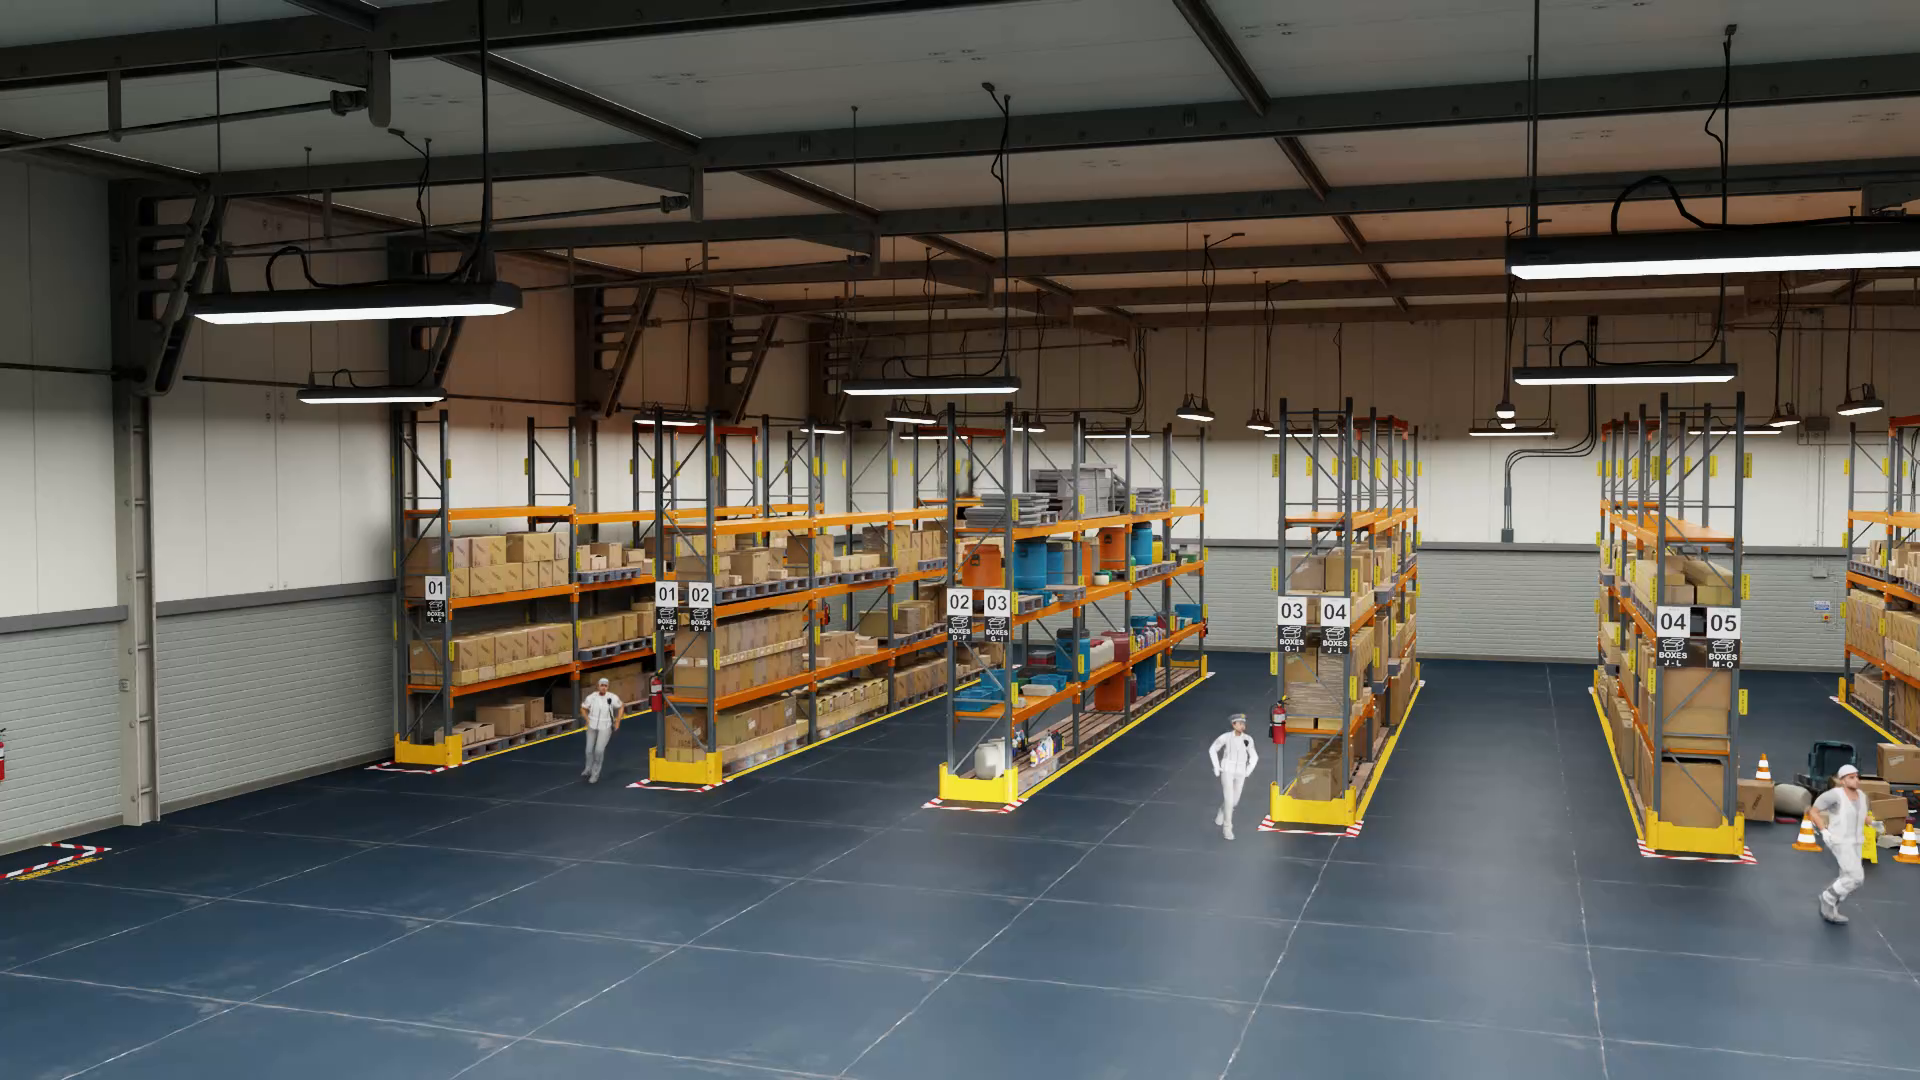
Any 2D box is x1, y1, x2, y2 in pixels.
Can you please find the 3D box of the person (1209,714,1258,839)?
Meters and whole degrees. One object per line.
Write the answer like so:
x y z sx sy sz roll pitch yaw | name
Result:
3.753 3.206 22.813 0.656 1.676 0.702 0 2 -8 | person

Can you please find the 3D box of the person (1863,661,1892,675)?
20.195 2.525 36.657 0.745 1.793 0.859 -2 3 -32 | person

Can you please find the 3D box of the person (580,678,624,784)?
-5.780 3.051 26.705 0.693 1.691 0.698 0 2 1 | person

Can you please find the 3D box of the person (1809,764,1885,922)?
9.760 3.333 18.201 0.630 1.748 0.612 -1 3 -21 | person
